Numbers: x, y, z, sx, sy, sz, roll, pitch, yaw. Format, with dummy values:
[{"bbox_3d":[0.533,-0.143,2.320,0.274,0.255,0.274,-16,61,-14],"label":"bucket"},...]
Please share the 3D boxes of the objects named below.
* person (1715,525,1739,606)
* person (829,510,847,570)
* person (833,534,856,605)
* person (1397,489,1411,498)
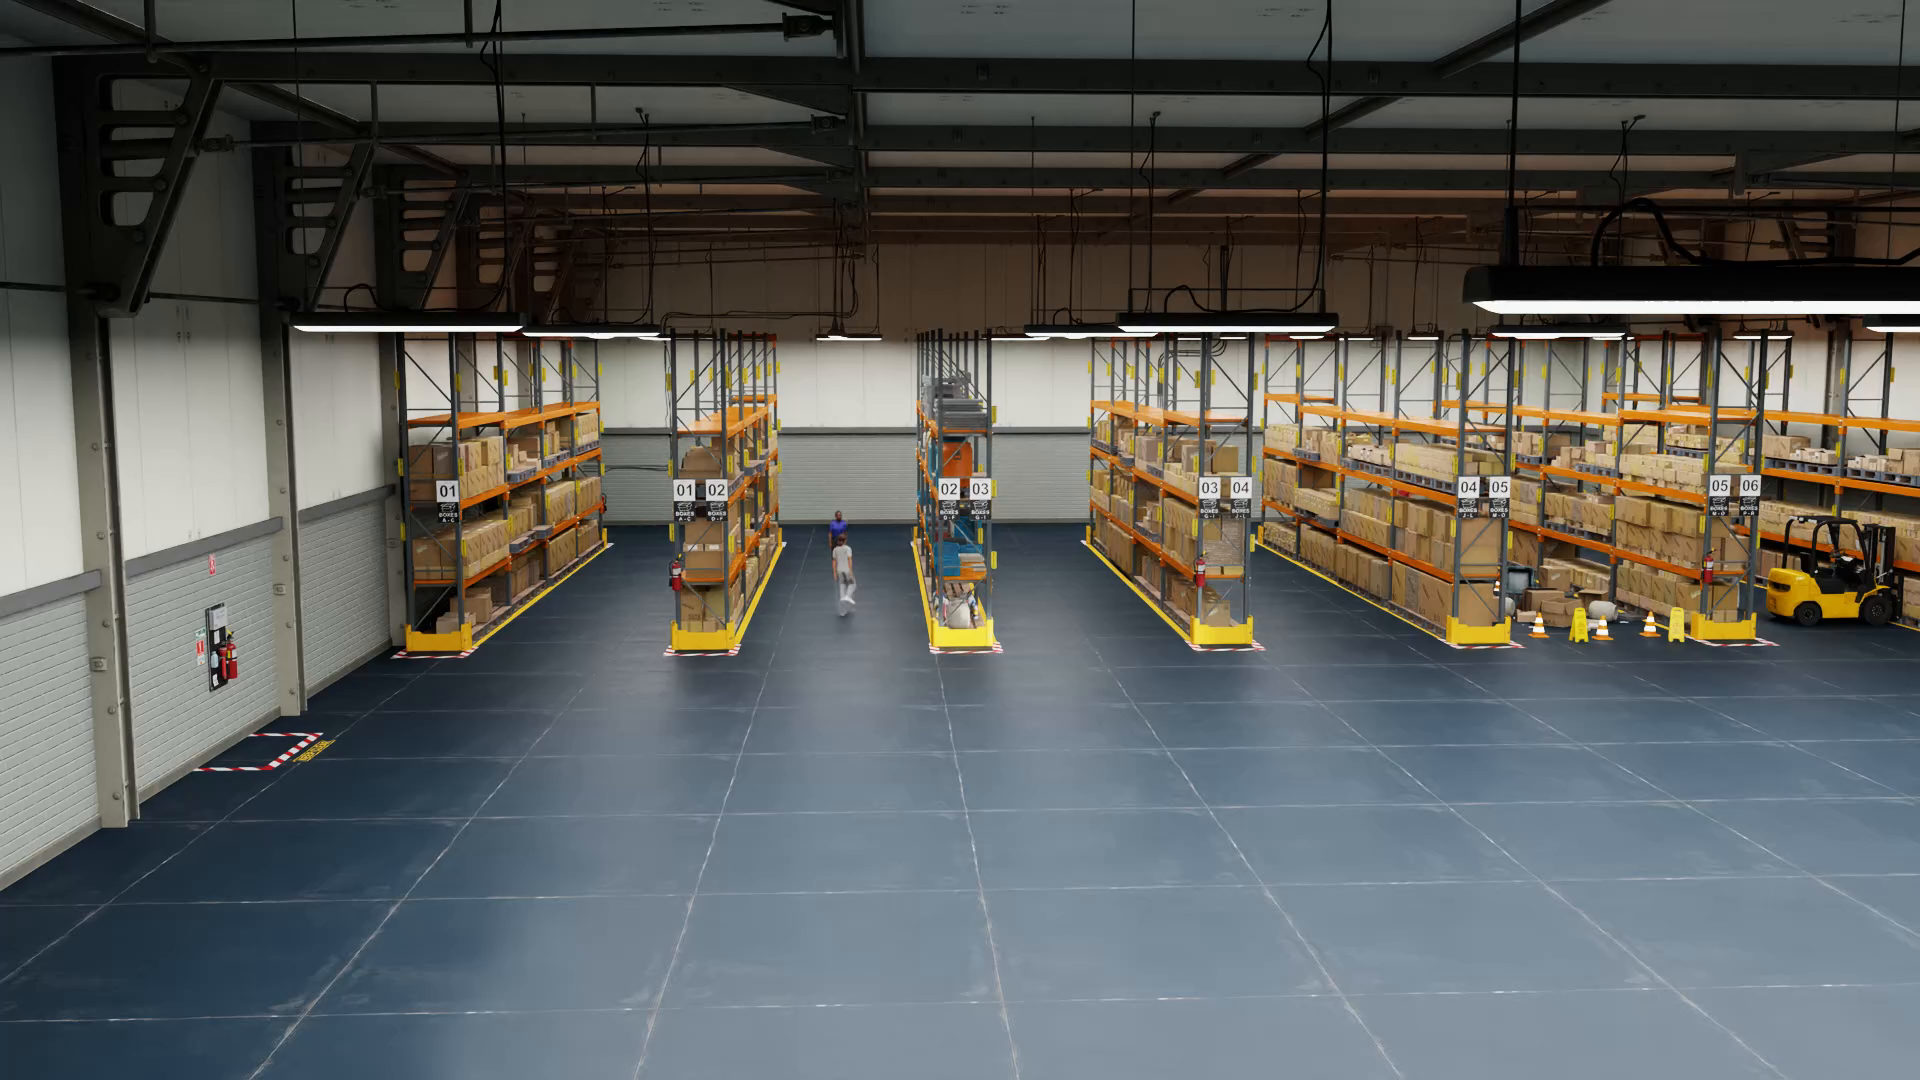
[{"bbox_3d":[16.877,0.577,36.363,0.571,1.813,0.595,-1,7,-11],"label":"person"},{"bbox_3d":[-3.031,0.031,41.221,0.446,1.551,1.045,0,7,-3],"label":"person"},{"bbox_3d":[-2.463,0.615,35.308,0.499,1.504,0.482,1,7,7],"label":"person"},{"bbox_3d":[13.595,-1.133,50.816,0.617,1.711,0.529,-2,7,-20],"label":"person"}]
